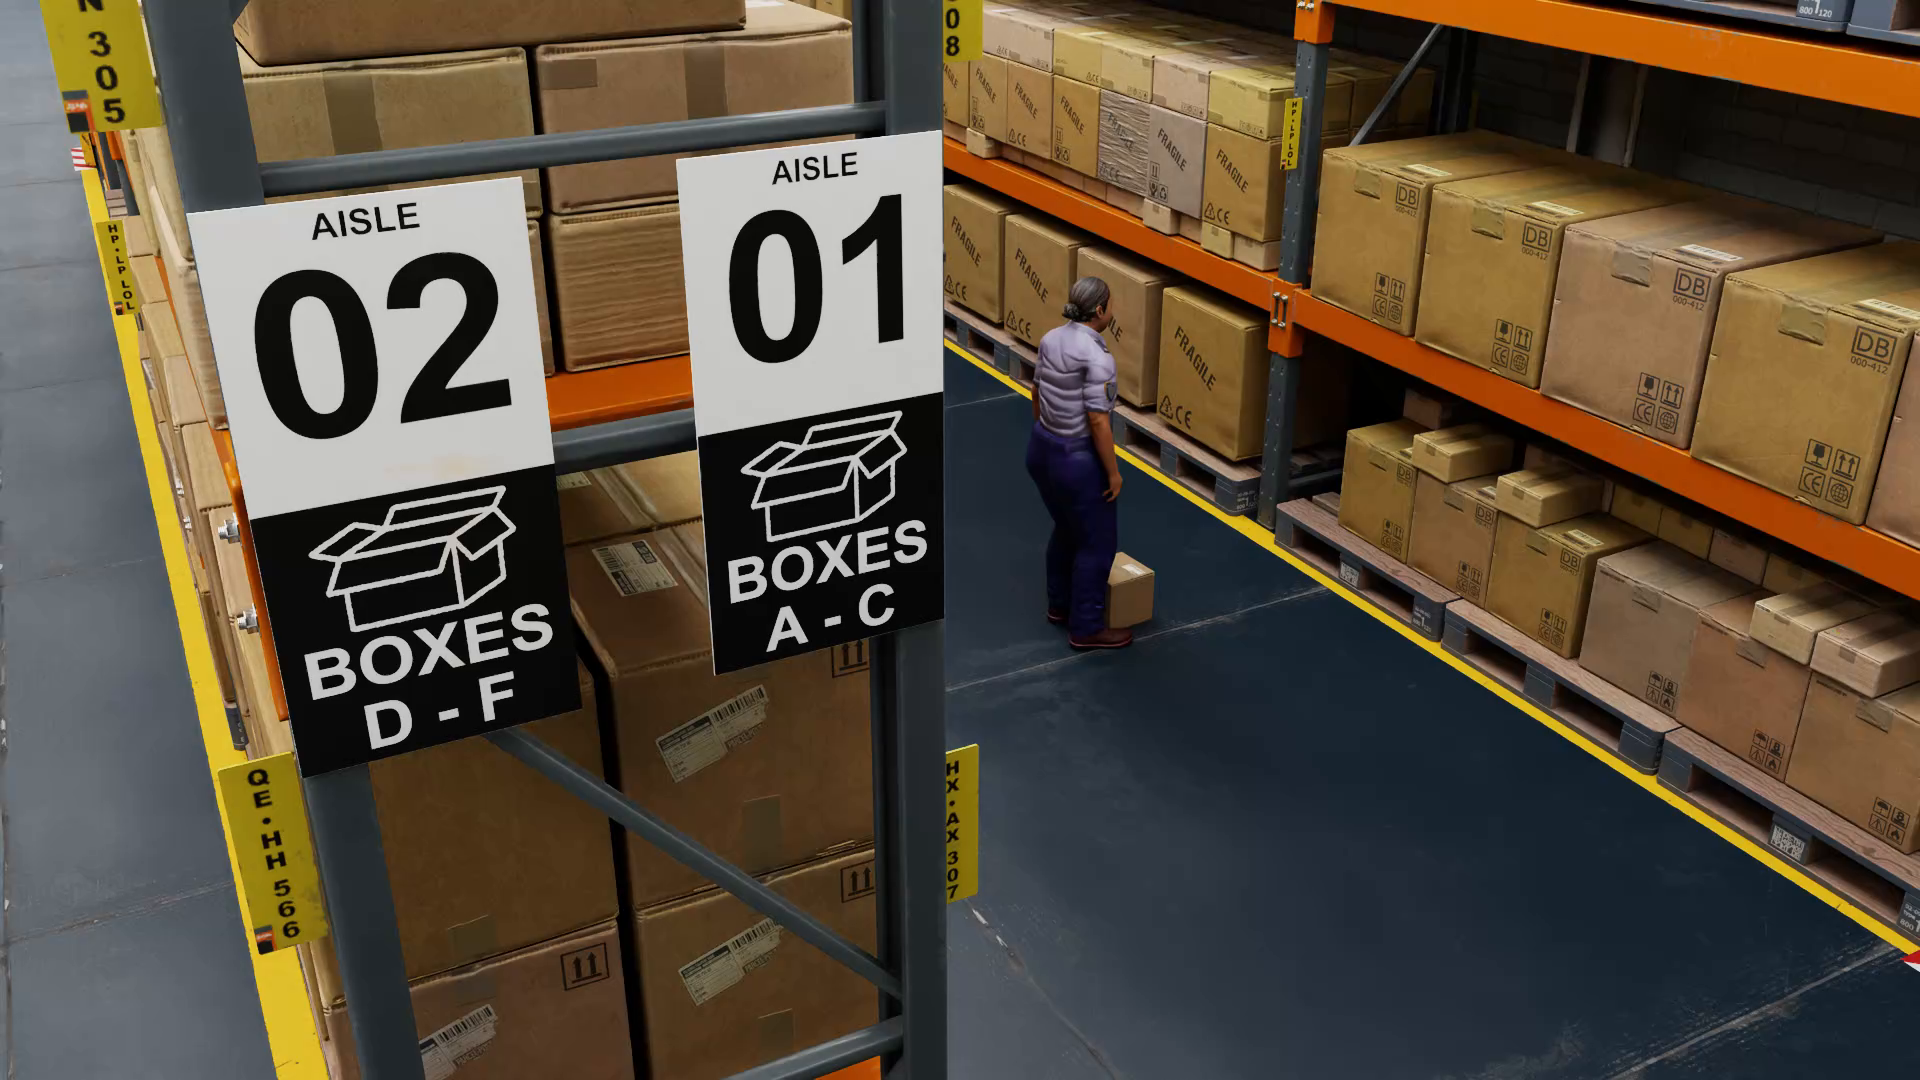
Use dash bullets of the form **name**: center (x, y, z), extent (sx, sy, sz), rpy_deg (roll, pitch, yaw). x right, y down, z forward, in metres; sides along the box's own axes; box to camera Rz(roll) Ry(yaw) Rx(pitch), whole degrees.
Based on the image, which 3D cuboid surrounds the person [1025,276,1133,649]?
- **person**: center (0.539, -0.347, 7.341), extent (0.421, 1.652, 0.564), rpy_deg (-15, 29, -28)
